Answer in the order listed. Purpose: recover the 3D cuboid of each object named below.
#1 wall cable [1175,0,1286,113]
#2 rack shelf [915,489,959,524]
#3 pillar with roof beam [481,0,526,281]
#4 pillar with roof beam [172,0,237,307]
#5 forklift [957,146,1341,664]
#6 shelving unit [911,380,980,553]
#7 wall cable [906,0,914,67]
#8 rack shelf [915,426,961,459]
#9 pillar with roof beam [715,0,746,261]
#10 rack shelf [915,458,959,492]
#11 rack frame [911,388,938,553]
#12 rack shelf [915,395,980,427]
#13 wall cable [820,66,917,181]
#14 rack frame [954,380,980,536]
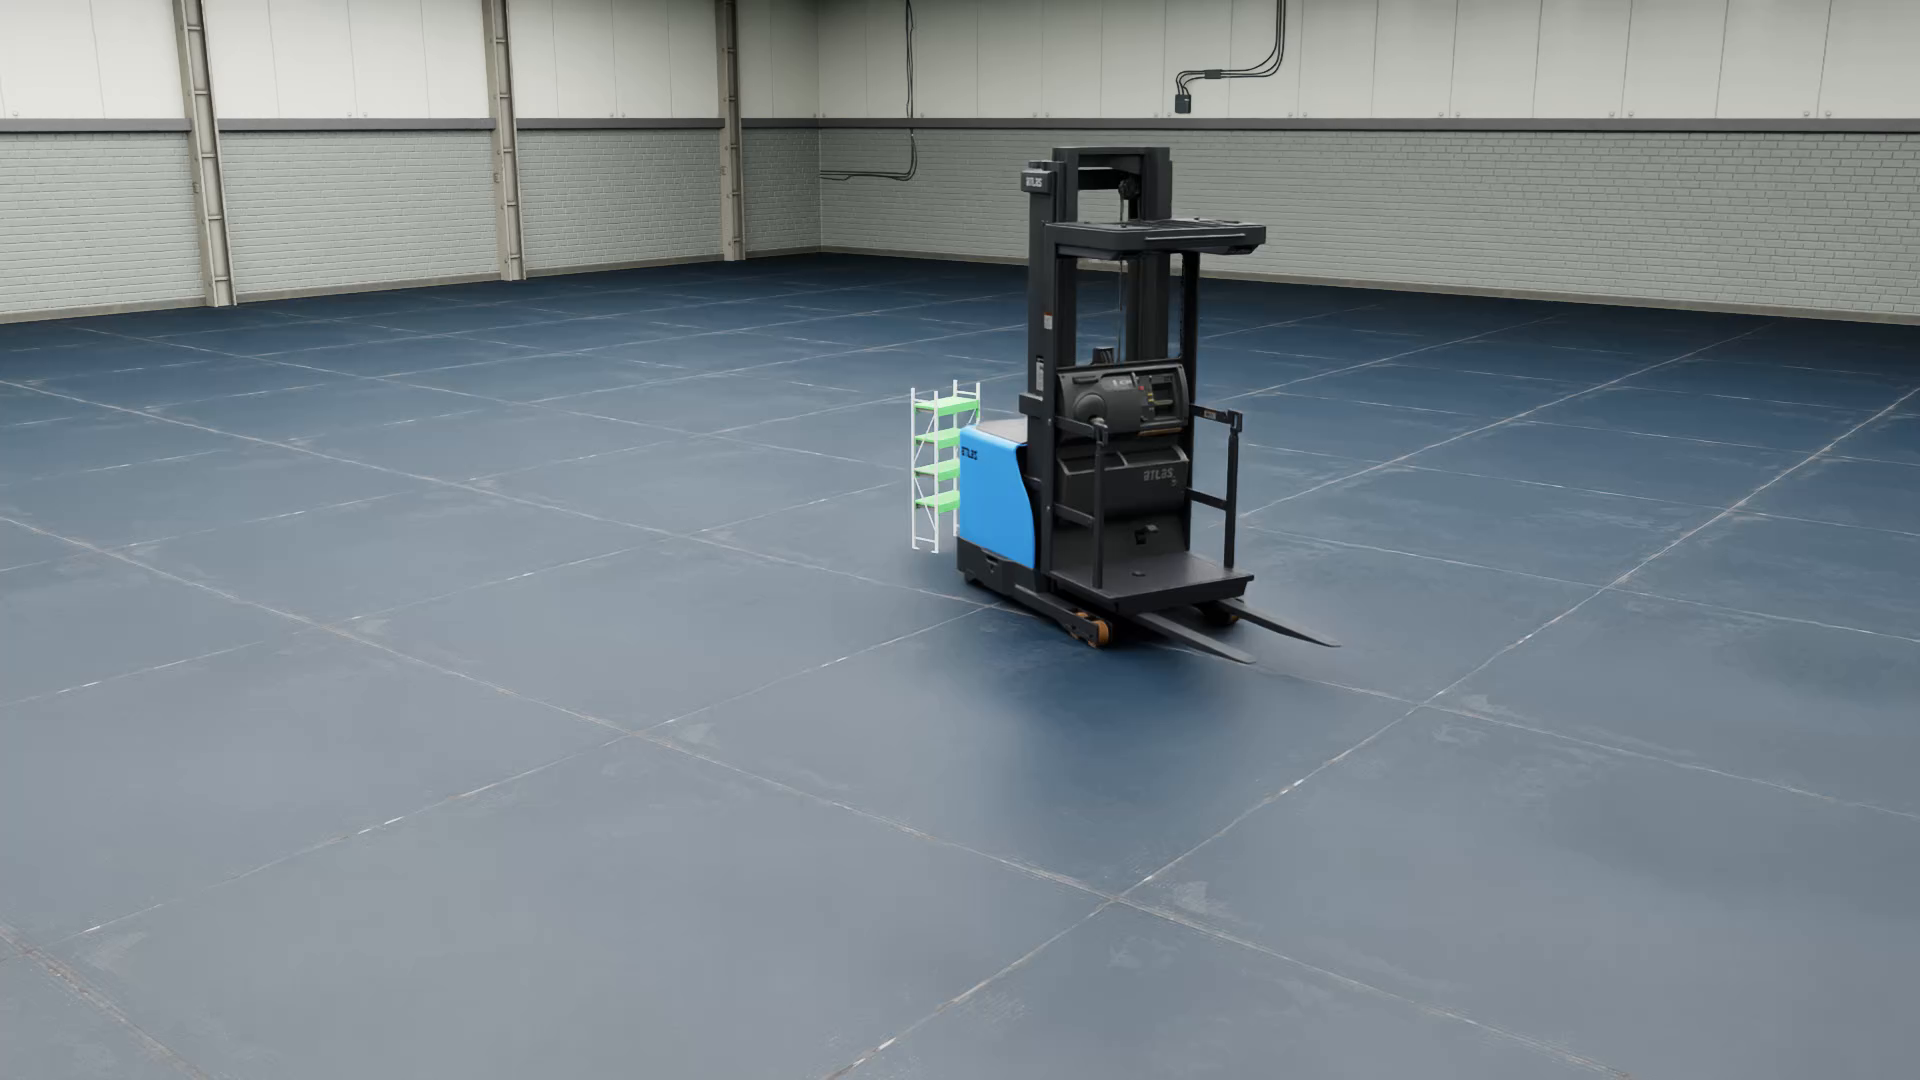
[{"bbox_3d":[5.176,-11.207,31.556,2.305,6.003,0.169,11,18,38],"label":"wall cable"},{"bbox_3d":[-0.104,-0.255,12.425,0.258,0.148,0.480,11,18,38],"label":"rack shelf"},{"bbox_3d":[-5.501,-8.856,29.208,9.100,9.000,0.400,11,18,38],"label":"pillar with roof beam"},{"bbox_3d":[-9.272,-7.707,24.685,9.100,9.000,0.400,11,18,38],"label":"pillar with roof beam"},{"bbox_3d":[1.132,-0.898,10.205,1.130,2.935,3.031,-8,16,-28],"label":"forklift"},{"bbox_3d":[-0.104,-0.550,12.350,0.258,1.200,0.503,11,18,38],"label":"shelving unit"},{"bbox_3d":[-0.094,-11.555,35.882,3.097,2.526,0.112,11,18,38],"label":"wall cable"},{"bbox_3d":[-0.104,-0.721,12.307,0.258,0.148,0.480,11,18,38],"label":"rack shelf"},{"bbox_3d":[-1.730,-10.005,33.732,9.100,9.000,0.400,11,18,38],"label":"pillar with roof beam"},{"bbox_3d":[-0.104,-0.488,12.366,0.258,0.148,0.480,11,18,38],"label":"rack shelf"},{"bbox_3d":[-0.257,-0.503,12.166,0.240,1.200,0.015,11,18,38],"label":"rack frame"},{"bbox_3d":[-0.104,-0.953,12.248,0.258,0.148,0.480,11,18,38],"label":"rack shelf"},{"bbox_3d":[-2.198,-9.526,38.152,3.097,2.526,0.112,11,18,38],"label":"wall cable"},{"bbox_3d":[0.049,-0.597,12.534,0.240,1.200,0.015,11,18,38],"label":"rack frame"}]
